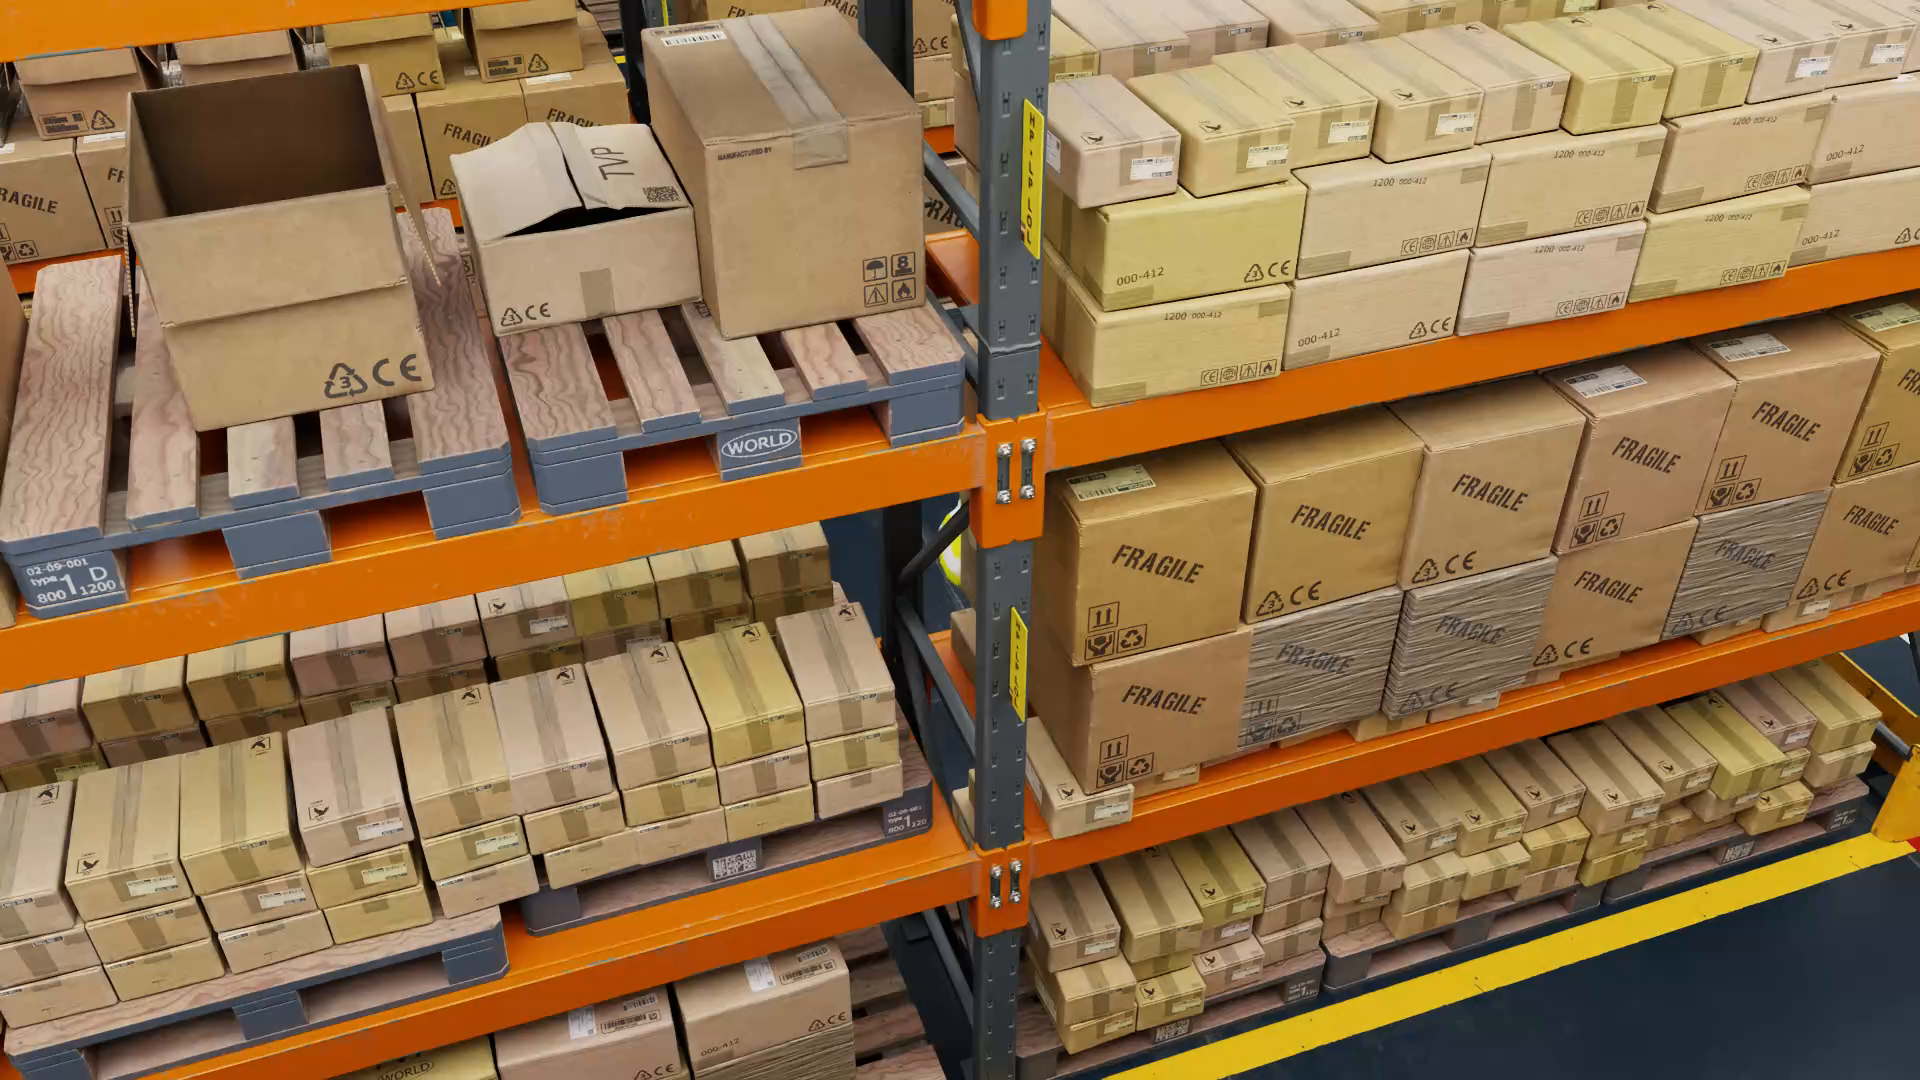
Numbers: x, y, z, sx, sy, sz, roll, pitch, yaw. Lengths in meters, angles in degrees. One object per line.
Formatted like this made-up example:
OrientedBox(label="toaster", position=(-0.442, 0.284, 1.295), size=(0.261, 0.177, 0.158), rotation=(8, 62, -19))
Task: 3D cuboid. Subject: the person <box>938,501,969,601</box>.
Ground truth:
OrientedBox(label="person", position=(0.289, 0.045, 7.055), size=(0.792, 1.343, 0.631), rotation=(-8, 38, -10))
